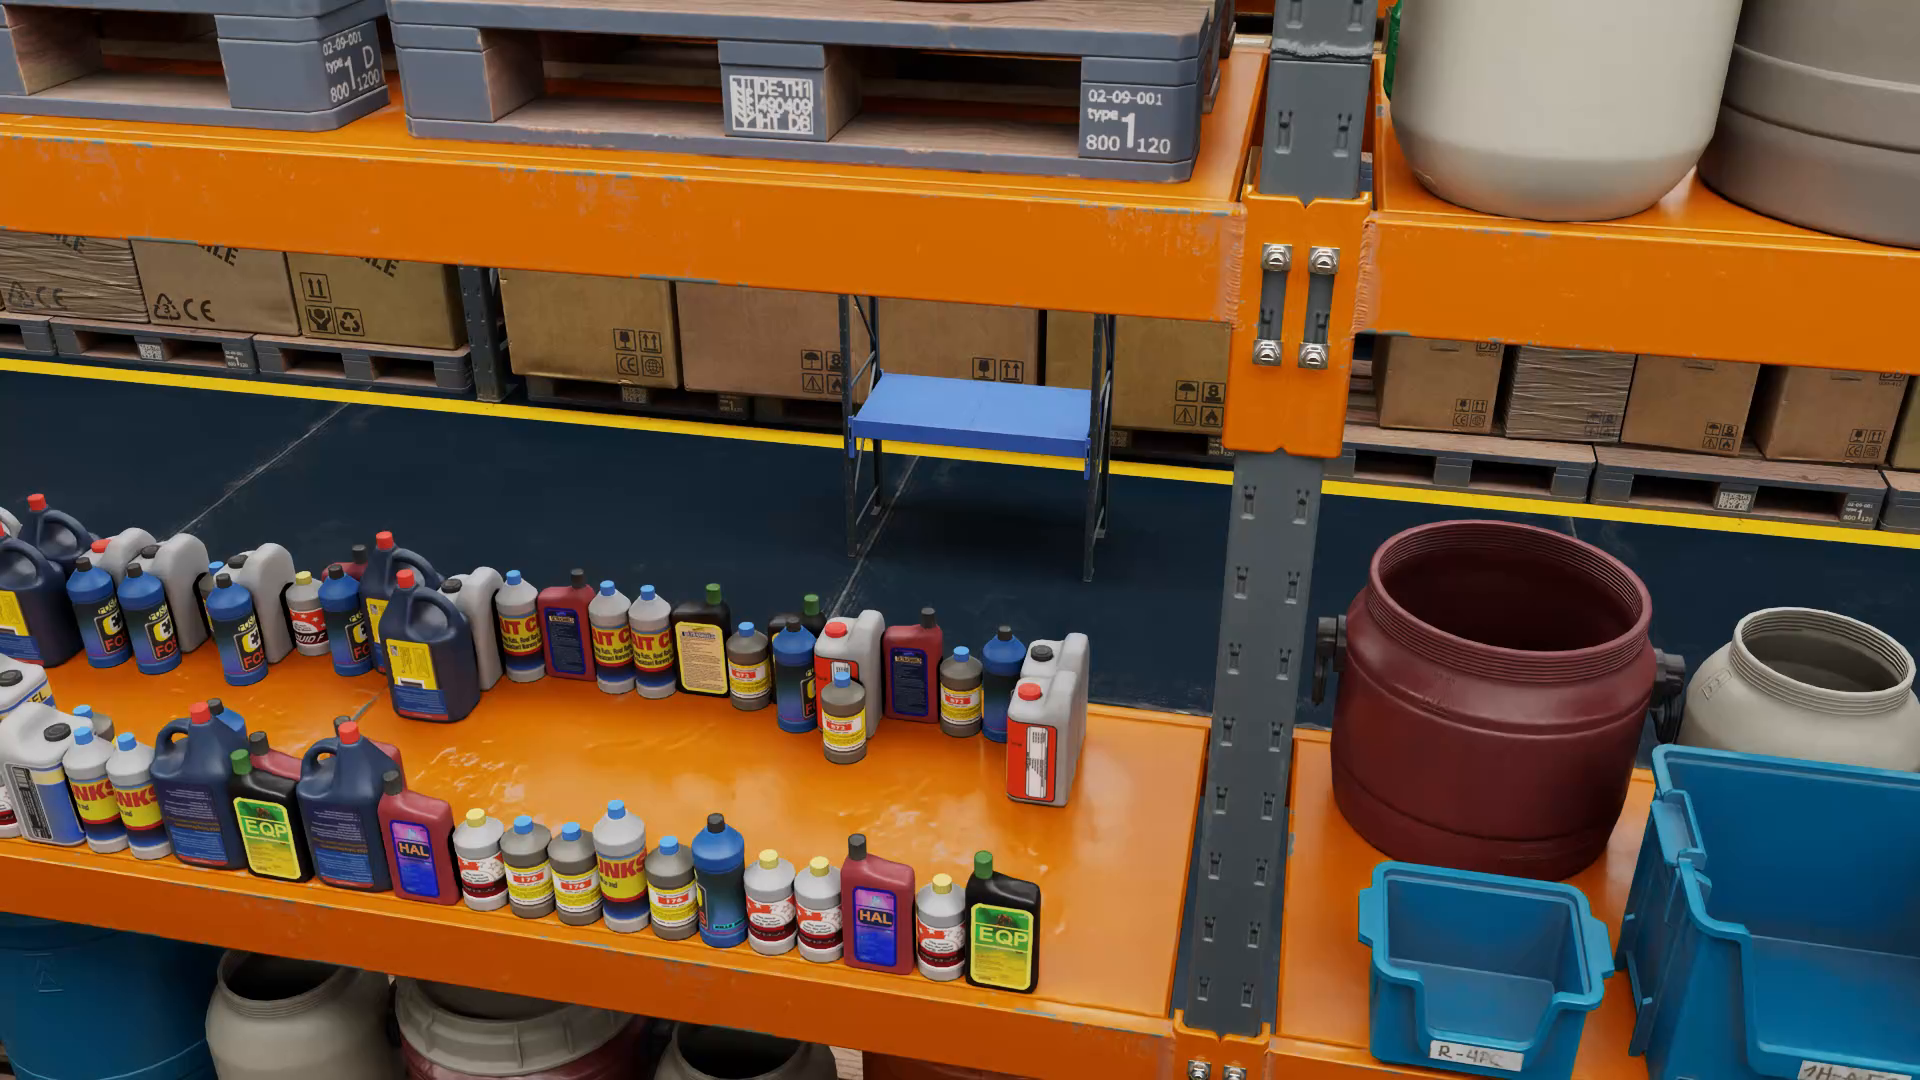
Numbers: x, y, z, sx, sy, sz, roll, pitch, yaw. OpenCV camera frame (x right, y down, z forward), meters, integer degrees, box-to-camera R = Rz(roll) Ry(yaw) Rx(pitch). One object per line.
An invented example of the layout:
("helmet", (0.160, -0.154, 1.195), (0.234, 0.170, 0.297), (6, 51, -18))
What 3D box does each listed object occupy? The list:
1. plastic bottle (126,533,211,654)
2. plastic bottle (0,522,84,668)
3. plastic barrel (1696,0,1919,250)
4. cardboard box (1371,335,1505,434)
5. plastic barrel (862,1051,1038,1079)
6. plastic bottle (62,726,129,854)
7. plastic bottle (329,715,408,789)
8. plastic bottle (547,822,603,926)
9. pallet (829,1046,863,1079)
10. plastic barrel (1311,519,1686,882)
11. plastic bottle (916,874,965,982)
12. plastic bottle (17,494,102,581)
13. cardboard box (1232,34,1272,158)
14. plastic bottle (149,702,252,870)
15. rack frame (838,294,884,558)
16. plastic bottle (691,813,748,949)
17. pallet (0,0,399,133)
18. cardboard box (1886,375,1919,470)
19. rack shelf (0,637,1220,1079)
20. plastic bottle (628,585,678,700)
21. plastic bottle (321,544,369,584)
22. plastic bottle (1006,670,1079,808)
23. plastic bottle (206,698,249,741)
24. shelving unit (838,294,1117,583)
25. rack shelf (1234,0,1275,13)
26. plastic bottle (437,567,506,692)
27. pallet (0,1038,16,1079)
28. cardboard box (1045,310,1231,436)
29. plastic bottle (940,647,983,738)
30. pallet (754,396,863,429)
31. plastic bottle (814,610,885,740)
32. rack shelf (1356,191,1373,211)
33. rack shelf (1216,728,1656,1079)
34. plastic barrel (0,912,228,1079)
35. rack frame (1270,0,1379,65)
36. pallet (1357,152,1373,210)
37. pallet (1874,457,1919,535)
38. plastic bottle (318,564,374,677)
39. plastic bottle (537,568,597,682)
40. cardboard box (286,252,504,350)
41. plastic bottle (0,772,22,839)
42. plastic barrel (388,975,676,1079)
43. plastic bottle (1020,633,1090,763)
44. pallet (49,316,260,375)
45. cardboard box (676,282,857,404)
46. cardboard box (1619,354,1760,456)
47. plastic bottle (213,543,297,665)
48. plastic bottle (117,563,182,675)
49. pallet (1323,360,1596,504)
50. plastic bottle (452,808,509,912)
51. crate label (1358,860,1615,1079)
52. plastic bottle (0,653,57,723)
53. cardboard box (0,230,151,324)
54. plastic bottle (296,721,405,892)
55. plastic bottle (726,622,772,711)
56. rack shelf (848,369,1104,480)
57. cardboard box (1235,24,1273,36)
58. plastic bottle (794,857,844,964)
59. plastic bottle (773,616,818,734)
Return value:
("plastic bottle", (-1.915, 0.117, 4.042), (0.135, 0.276, 0.152), (6, 29, 11))
("plastic bottle", (-2.232, 0.120, 3.958), (0.185, 0.351, 0.144), (6, 29, 11))
("plastic barrel", (1.319, -0.876, 2.081), (0.600, 0.901, 0.600), (0, 29, 0))
("cardboard box", (2.255, -0.890, 7.896), (0.500, 0.500, 0.700), (4, 29, 8))
("plastic barrel", (0.080, 1.202, 3.754), (0.708, 0.830, 0.600), (6, 29, 11))
("plastic bottle", (-1.737, 0.496, 3.354), (0.097, 0.271, 0.097), (0, 29, 0))
("plastic bottle", (-1.192, 0.485, 3.362), (0.133, 0.283, 0.061), (6, 29, 11))
("plastic bottle", (-0.734, 0.630, 3.183), (0.097, 0.201, 0.097), (0, 29, 0))
("pallet", (-0.218, 1.639, 4.037), (1.213, 0.211, 1.003), (6, 29, 11))
("plastic barrel", (1.079, 0.320, 3.401), (0.708, 0.536, 0.600), (6, 29, 11))
("plastic bottle", (-0.032, 0.702, 3.051), (0.097, 0.201, 0.097), (0, 29, 0))
("plastic bottle", (-2.202, 0.053, 4.082), (0.185, 0.351, 0.144), (6, 29, 11))
("cardboard box", (1.177, -2.071, 7.806), (0.500, 0.500, 0.500), (7, 29, 12))
("plastic bottle", (-1.499, 0.474, 3.311), (0.185, 0.351, 0.144), (6, 29, 11))
("rack frame", (-0.414, -0.700, 6.967), (0.032, 1.500, 0.500), (6, 29, 11))
("plastic bottle", (-0.448, 0.629, 3.112), (0.097, 0.271, 0.097), (0, 29, 0))
("pallet", (-1.453, -1.014, 3.051), (1.213, 0.211, 1.003), (6, 29, 11))
("cardboard box", (4.449, -0.675, 7.504), (0.500, 0.500, 0.700), (6, 29, 10))
("rack shelf", (-1.394, 0.590, 3.798), (4.000, 0.370, 1.077), (6, 29, 11))
("plastic bottle", (-0.710, 0.229, 3.842), (0.097, 0.271, 0.097), (0, 29, 0))
("plastic bottle", (-1.453, 0.139, 3.995), (0.133, 0.283, 0.061), (6, 29, 11))
("plastic bottle", (0.174, 0.406, 3.514), (0.135, 0.276, 0.152), (6, 29, 11))
("plastic bottle", (-1.517, 0.448, 3.442), (0.097, 0.271, 0.097), (0, 29, 0))
("shelving unit", (0.083, -0.649, 6.874), (1.048, 1.500, 0.538), (6, 29, 11))
("rack shelf", (0.775, -4.055, 12.283), (4.000, 0.370, 1.077), (6, 29, 11))
("plastic bottle", (-1.150, 0.195, 3.899), (0.135, 0.276, 0.152), (6, 29, 11))
("pallet", (-2.604, 1.394, 4.484), (1.213, 0.211, 1.003), (6, 29, 11))
("cardboard box", (0.925, -1.182, 8.061), (0.875, 0.875, 1.225), (5, 29, 8))
("plastic bottle", (0.003, 0.333, 3.725), (0.097, 0.201, 0.097), (0, 29, 0))
("pallet", (-0.349, -0.866, 8.611), (1.213, 0.211, 1.003), (6, 29, 11))
("plastic bottle", (-0.247, 0.288, 3.730), (0.135, 0.276, 0.152), (6, 29, 11))
("rack shelf", (3.552, -1.335, 7.314), (4.000, 0.370, 1.077), (6, 29, 11))
("rack shelf", (2.518, 0.991, 3.065), (4.000, 0.370, 1.077), (6, 29, 11))
("plastic barrel", (-2.129, 0.944, 4.150), (0.708, 0.901, 0.600), (6, 29, 11))
("rack frame", (0.562, -2.156, 1.818), (0.127, 3.000, 1.000), (6, 29, 11))
("pallet", (2.315, -1.745, 7.514), (1.003, 0.211, 1.213), (6, 29, 11))
("pallet", (4.746, -0.304, 7.586), (1.213, 0.211, 1.003), (6, 29, 11))
("plastic bottle", (-1.452, 0.183, 3.926), (0.097, 0.271, 0.097), (0, 29, 0))
("plastic bottle", (-0.915, 0.194, 3.894), (0.133, 0.283, 0.061), (6, 29, 11))
("cardboard box", (-2.945, -1.608, 8.839), (0.875, 0.875, 0.875), (6, 29, 11))
("plastic bottle", (-1.964, 0.504, 3.413), (0.097, 0.201, 0.097), (0, 29, 0))
("plastic barrel", (-1.025, 1.194, 4.019), (0.708, 0.588, 0.600), (6, 29, 11))
("plastic bottle", (0.206, 0.334, 3.645), (0.135, 0.276, 0.152), (6, 29, 11))
("pallet", (-4.240, -1.263, 9.338), (1.213, 0.211, 1.003), (6, 29, 11))
("cardboard box", (-0.812, -1.360, 8.386), (0.875, 0.875, 1.225), (5, 29, 9))
("cardboard box", (3.356, -0.786, 7.708), (0.500, 0.500, 0.700), (8, 30, 15))
("plastic bottle", (-1.688, 0.140, 4.000), (0.135, 0.276, 0.152), (6, 29, 11))
("plastic bottle", (-1.923, 0.179, 3.933), (0.097, 0.271, 0.097), (0, 29, 0))
("pallet", (2.360, -0.549, 8.032), (1.213, 0.211, 1.003), (6, 29, 11))
("plastic bottle", (-0.924, 0.610, 3.218), (0.097, 0.201, 0.097), (0, 29, 0))
("crate label", (0.895, 0.767, 2.900), (0.416, 0.233, 0.303), (6, 29, 11))
("plastic bottle", (-2.040, 0.375, 3.570), (0.135, 0.276, 0.152), (6, 29, 11))
("cardboard box", (-4.695, -1.788, 9.167), (0.875, 0.875, 0.875), (6, 29, 11))
("plastic bottle", (-1.188, 0.506, 3.253), (0.185, 0.351, 0.144), (6, 29, 11))
("plastic bottle", (-0.485, 0.283, 3.817), (0.097, 0.201, 0.097), (0, 29, 0))
("rack shelf", (0.083, -0.492, 6.961), (1.000, 0.185, 0.538), (6, 29, 11))
("cardboard box", (2.007, -3.532, 11.963), (0.500, 0.250, 0.500), (5, 29, 9))
("plastic bottle", (-0.258, 0.679, 3.093), (0.097, 0.201, 0.097), (0, 29, 0))
("plastic bottle", (-0.367, 0.294, 3.723), (0.097, 0.271, 0.097), (0, 29, 0))
